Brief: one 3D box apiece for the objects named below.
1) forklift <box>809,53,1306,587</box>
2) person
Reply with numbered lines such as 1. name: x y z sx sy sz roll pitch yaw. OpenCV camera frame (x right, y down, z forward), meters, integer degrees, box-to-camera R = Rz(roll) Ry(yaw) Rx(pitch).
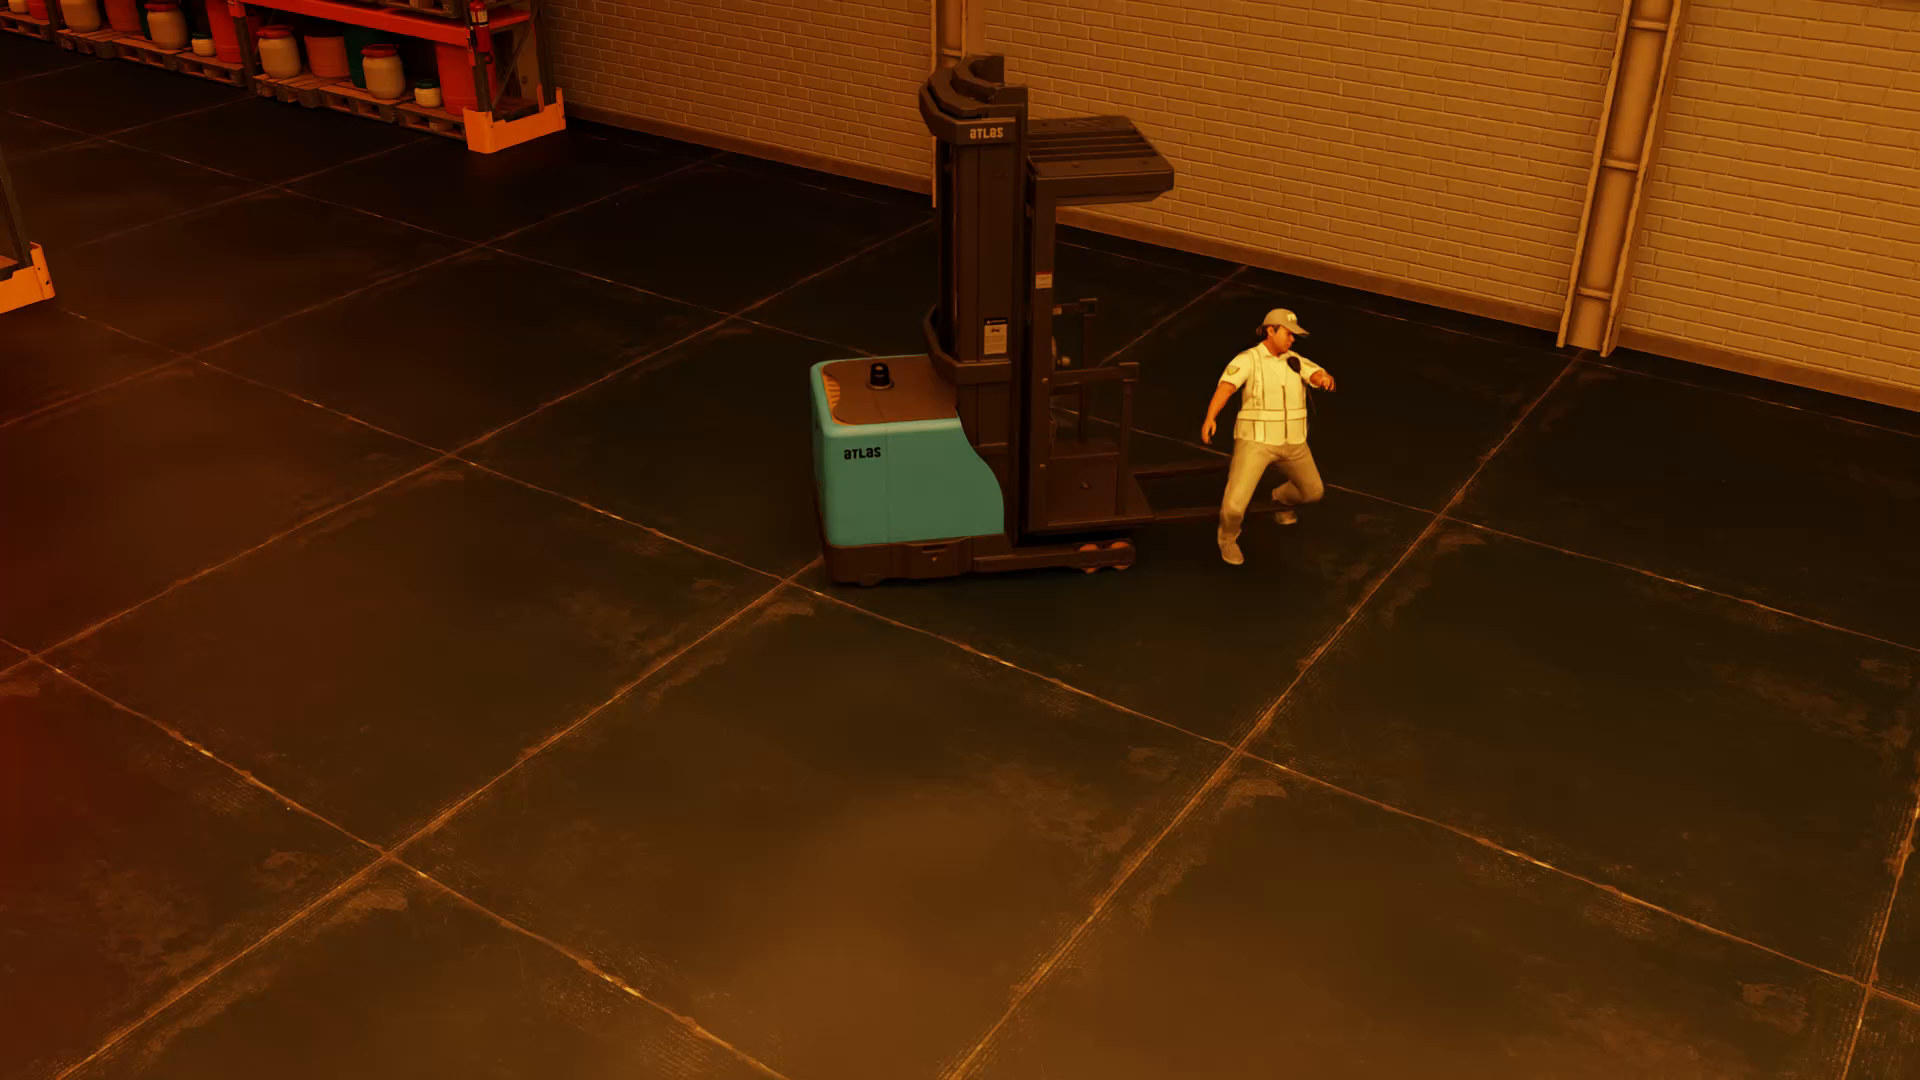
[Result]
1. forklift: 0.624 -1.330 9.872 3.031 2.935 1.130 -5 30 -8
2. person: 1.784 -0.558 9.810 0.945 1.442 0.786 -12 32 -20
